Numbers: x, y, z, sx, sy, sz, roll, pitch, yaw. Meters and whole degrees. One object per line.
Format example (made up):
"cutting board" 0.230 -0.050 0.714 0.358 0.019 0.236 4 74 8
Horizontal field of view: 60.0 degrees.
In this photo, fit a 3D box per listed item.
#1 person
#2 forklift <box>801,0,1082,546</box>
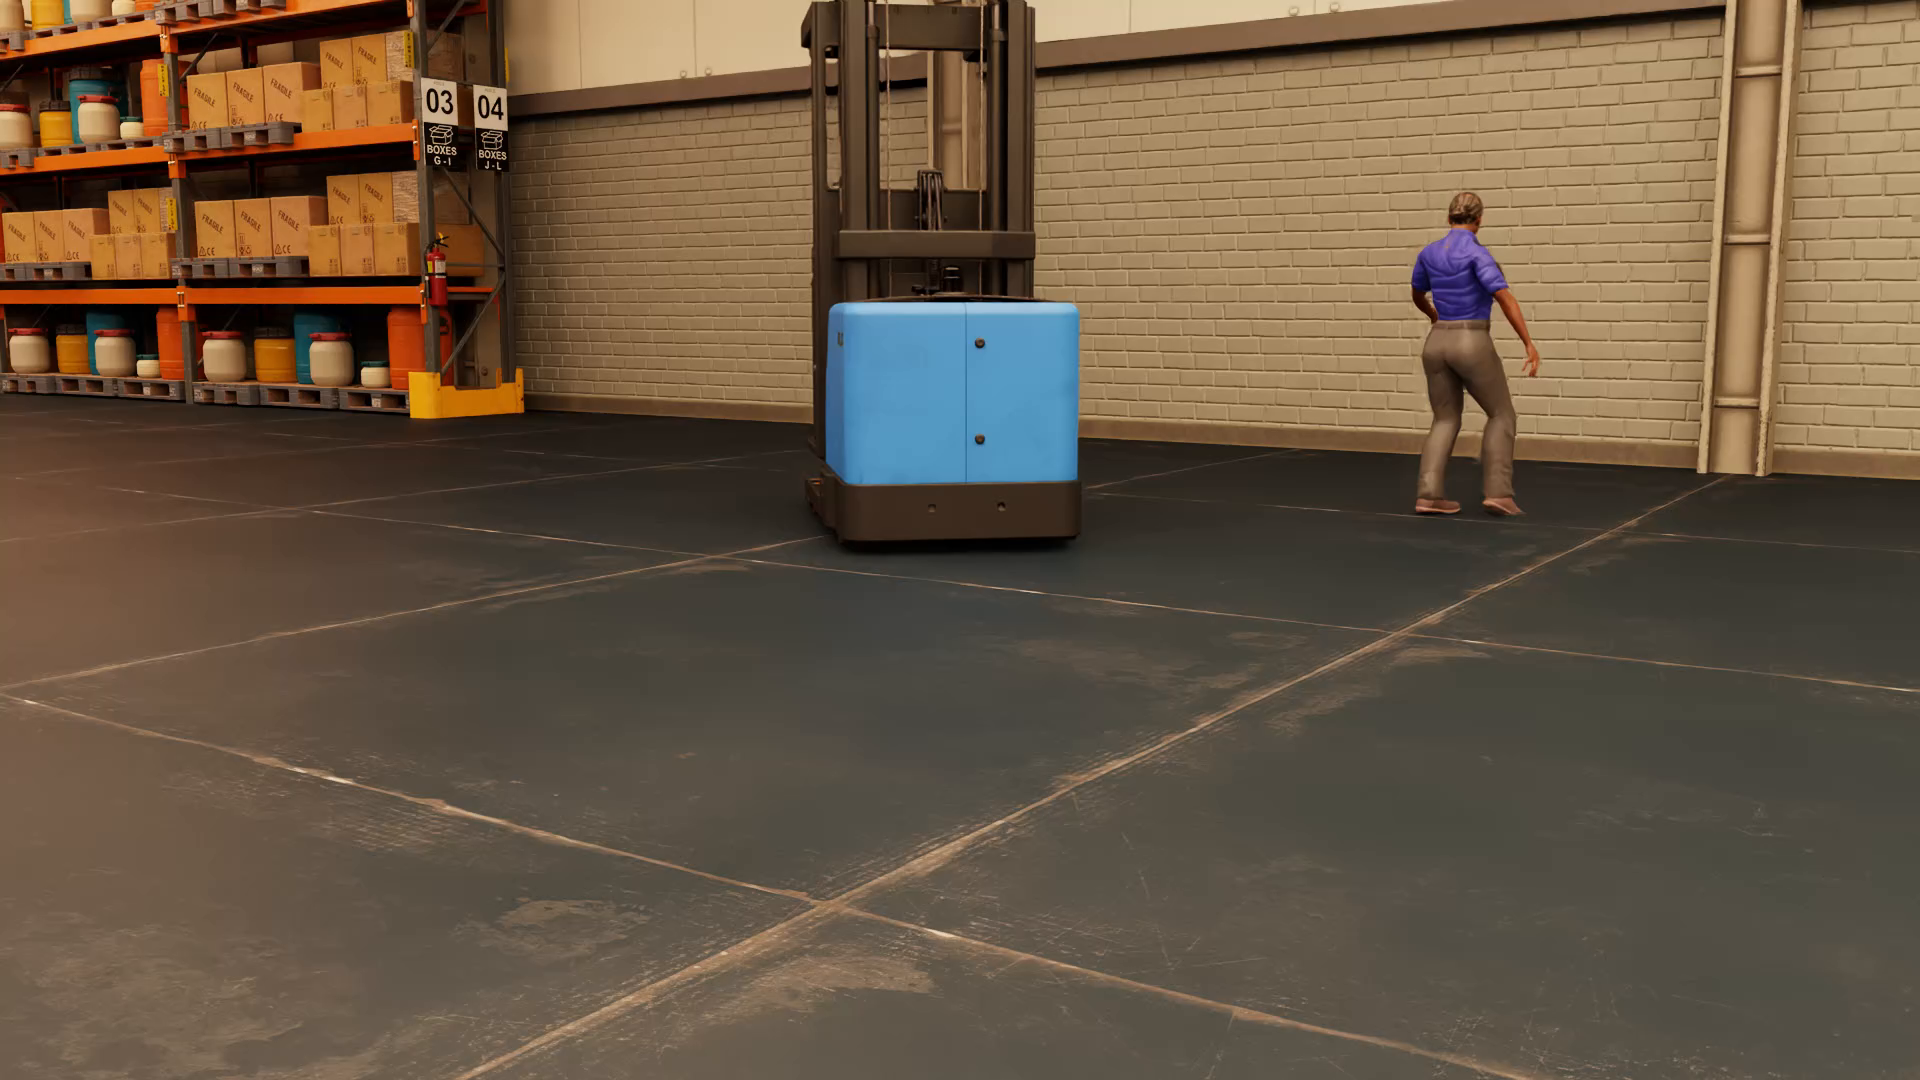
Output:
"person" 2.619 -0.917 8.474 0.552 1.687 0.899 -5 9 -29
"forklift" -0.218 -1.594 8.406 1.130 2.935 3.031 -1 8 -9
